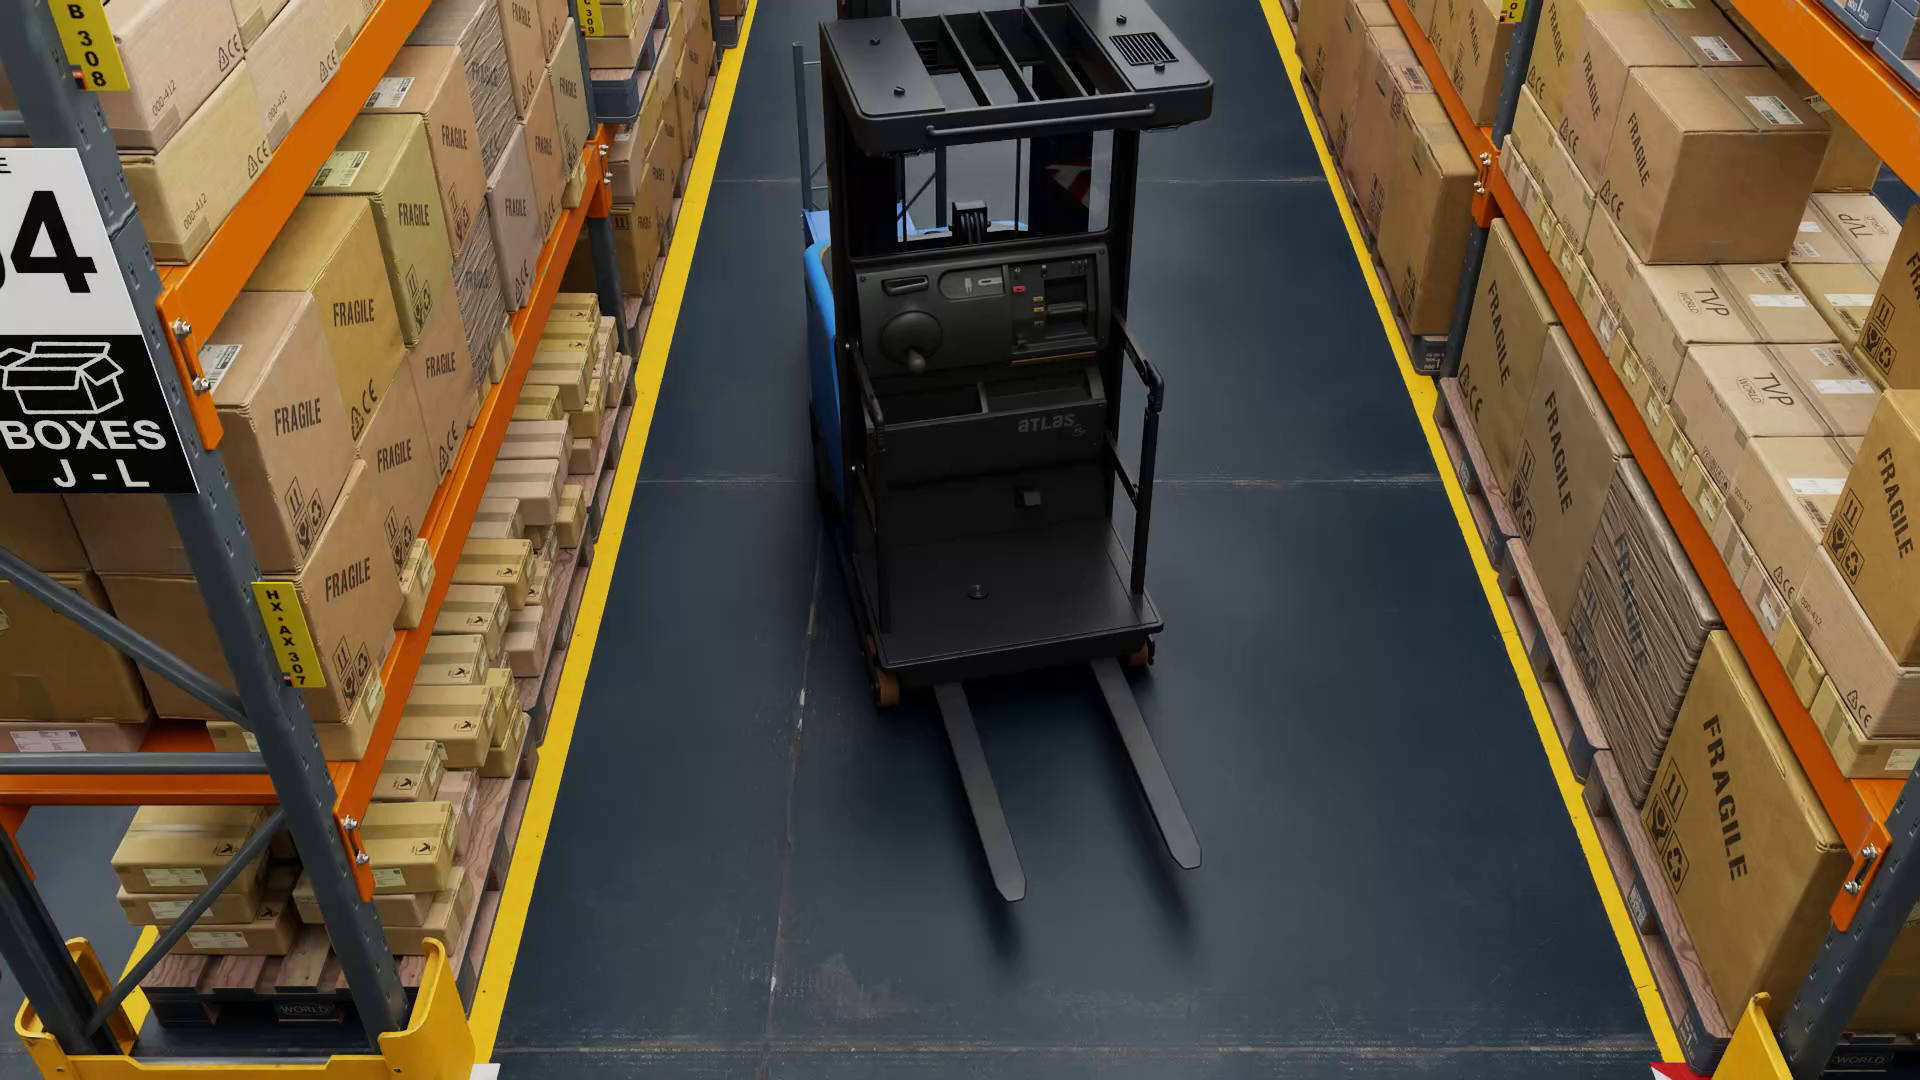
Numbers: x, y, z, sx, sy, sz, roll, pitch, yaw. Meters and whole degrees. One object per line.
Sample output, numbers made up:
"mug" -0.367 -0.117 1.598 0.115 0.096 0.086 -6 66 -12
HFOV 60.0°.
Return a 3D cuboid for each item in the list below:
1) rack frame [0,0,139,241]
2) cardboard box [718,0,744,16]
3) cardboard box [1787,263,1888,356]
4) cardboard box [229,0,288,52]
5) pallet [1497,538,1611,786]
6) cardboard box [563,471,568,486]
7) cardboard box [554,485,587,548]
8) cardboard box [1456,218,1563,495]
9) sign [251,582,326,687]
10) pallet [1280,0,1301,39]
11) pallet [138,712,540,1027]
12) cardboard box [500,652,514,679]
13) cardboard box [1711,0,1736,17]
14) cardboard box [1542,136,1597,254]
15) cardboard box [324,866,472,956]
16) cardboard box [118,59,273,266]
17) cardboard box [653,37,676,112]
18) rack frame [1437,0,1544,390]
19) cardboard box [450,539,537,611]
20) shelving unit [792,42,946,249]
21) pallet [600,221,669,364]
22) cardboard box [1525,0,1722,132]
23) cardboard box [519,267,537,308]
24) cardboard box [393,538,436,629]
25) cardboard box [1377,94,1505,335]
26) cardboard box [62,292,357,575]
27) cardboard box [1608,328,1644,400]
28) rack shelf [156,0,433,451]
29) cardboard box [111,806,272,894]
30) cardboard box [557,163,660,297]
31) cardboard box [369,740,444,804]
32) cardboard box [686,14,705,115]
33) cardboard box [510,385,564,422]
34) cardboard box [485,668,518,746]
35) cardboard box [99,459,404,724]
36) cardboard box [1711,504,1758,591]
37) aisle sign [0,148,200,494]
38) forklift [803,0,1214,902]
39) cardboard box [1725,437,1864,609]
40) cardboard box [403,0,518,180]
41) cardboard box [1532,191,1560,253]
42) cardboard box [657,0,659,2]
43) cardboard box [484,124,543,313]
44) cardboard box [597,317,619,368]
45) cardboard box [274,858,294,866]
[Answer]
"rack frame" -2.110 -1.778 2.273 1.000 3.000 0.127 0 39 0
"cardboard box" -2.030 -4.107 11.439 1.050 0.750 0.750 -1 39 -1
"cardboard box" 3.109 -0.701 5.608 0.500 0.250 0.500 -1 39 -1
"cardboard box" -1.852 -1.346 3.852 0.500 0.250 0.500 0 39 -1
"pallet" 2.772 0.449 6.520 1.003 0.211 1.213 0 39 0
"cardboard box" -1.844 -0.256 6.877 0.380 0.149 0.250 1 39 1
"cardboard box" -1.772 -0.098 6.917 0.380 0.149 0.250 0 39 0
"cardboard box" 2.766 -0.801 7.214 0.875 0.875 0.875 0 39 0
"sign" -1.567 0.224 3.879 0.100 0.325 0.005 0 39 0
"pallet" 2.841 -3.781 11.799 1.003 0.211 1.213 0 39 0
"pallet" -2.076 1.095 5.715 1.003 0.211 1.213 0 39 0
"cardboard box" -1.866 0.545 6.115 0.380 0.149 0.250 0 39 0
"cardboard box" 3.113 -1.942 6.557 0.500 0.500 0.500 1 39 1
"cardboard box" 2.580 -1.332 6.395 0.500 0.250 0.500 0 39 0
"cardboard box" -1.791 1.183 5.319 0.380 0.149 0.250 1 39 1
"cardboard box" -1.855 -0.830 3.609 0.500 0.250 0.500 1 39 2
"cardboard box" -1.851 -2.534 9.077 0.500 0.250 0.500 1 39 2
"rack frame" 2.845 -1.879 7.196 1.000 3.000 0.127 0 39 0
"cardboard box" -1.792 0.128 6.160 0.380 0.149 0.250 1 39 1
"shelving unit" -0.420 -1.443 7.851 0.538 1.500 1.048 -8 39 -10
"pallet" -2.117 -1.338 8.750 1.003 0.211 1.213 0 39 0
"cardboard box" 2.590 -1.930 6.542 0.500 0.500 0.500 0 39 0
"cardboard box" -1.825 -1.003 6.304 0.380 0.149 0.250 -2 39 -2
"cardboard box" -1.771 0.130 4.889 0.380 0.149 0.250 -1 39 -1
"cardboard box" 2.825 -1.614 8.229 1.225 0.875 0.875 0 39 0
"cardboard box" -1.845 -0.264 4.063 0.500 0.500 0.500 0 39 0
"cardboard box" 2.516 -0.621 5.827 0.380 0.149 0.250 -1 39 -1
"rack shelf" -2.112 -1.578 4.997 1.077 0.370 4.000 0 39 0
"cardboard box" -2.364 0.948 5.136 0.380 0.149 0.250 0 39 0
"cardboard box" -1.850 -1.590 8.498 0.500 0.500 0.500 1 39 2
"cardboard box" -1.892 0.779 5.348 0.380 0.149 0.250 1 39 1
"cardboard box" -1.860 -2.893 10.124 0.500 0.500 0.500 1 39 2
"cardboard box" -1.884 -0.522 6.971 0.380 0.149 0.250 1 39 1
"cardboard box" -1.778 0.583 5.830 0.380 0.149 0.250 1 39 1
"cardboard box" -1.834 0.127 4.376 0.500 0.500 0.500 2 39 2
"cardboard box" 2.520 0.021 5.025 0.380 0.149 0.250 1 39 1
"aisle sign" -1.810 -0.406 3.280 0.394 0.787 0.004 0 39 0
"forklift" 0.141 -0.759 5.854 1.130 2.935 3.031 -8 39 -10
"cardboard box" 2.584 -0.055 4.803 0.500 0.250 0.500 -1 39 -1
"cardboard box" -1.851 -1.547 5.664 0.500 0.500 0.500 1 39 1
"cardboard box" 2.514 -1.267 6.633 0.380 0.149 0.250 1 39 1
"cardboard box" -1.657 -2.738 8.133 0.380 0.149 0.250 0 39 0
"cardboard box" -1.833 -1.156 5.976 0.500 0.500 0.500 0 39 0
"cardboard box" -1.796 -0.909 7.692 0.380 0.149 0.250 1 39 1
"cardboard box" -2.421 1.021 5.521 0.380 0.149 0.250 1 39 1
